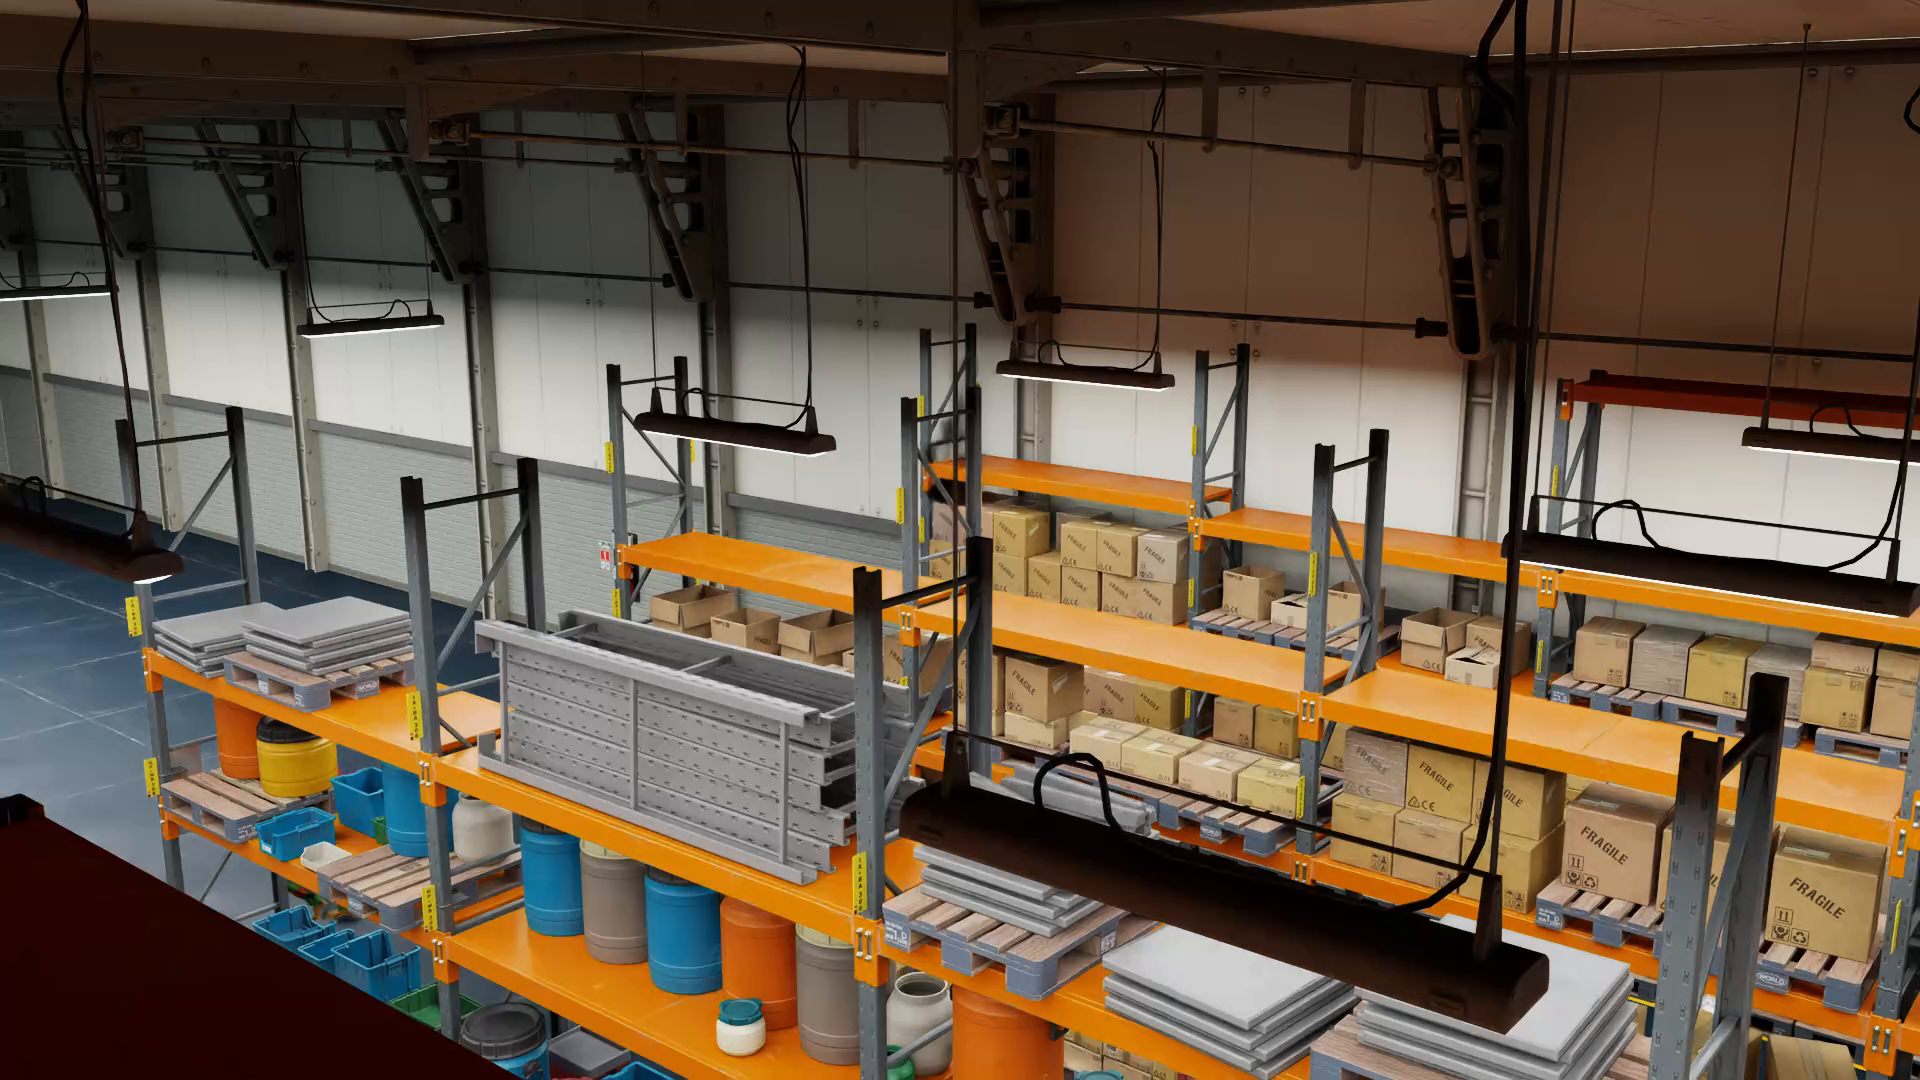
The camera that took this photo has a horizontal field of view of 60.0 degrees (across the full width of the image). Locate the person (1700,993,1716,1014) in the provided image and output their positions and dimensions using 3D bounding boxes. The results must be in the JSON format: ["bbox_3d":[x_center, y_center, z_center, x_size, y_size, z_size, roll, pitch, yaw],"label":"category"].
[{"bbox_3d":[6.162,4.248,13.665,0.678,1.654,0.613,8,15,32],"label":"person"}]

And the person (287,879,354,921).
[{"bbox_3d":[-6.948,3.276,17.696,0.826,1.732,0.685,-2,13,-11],"label":"person"}]
